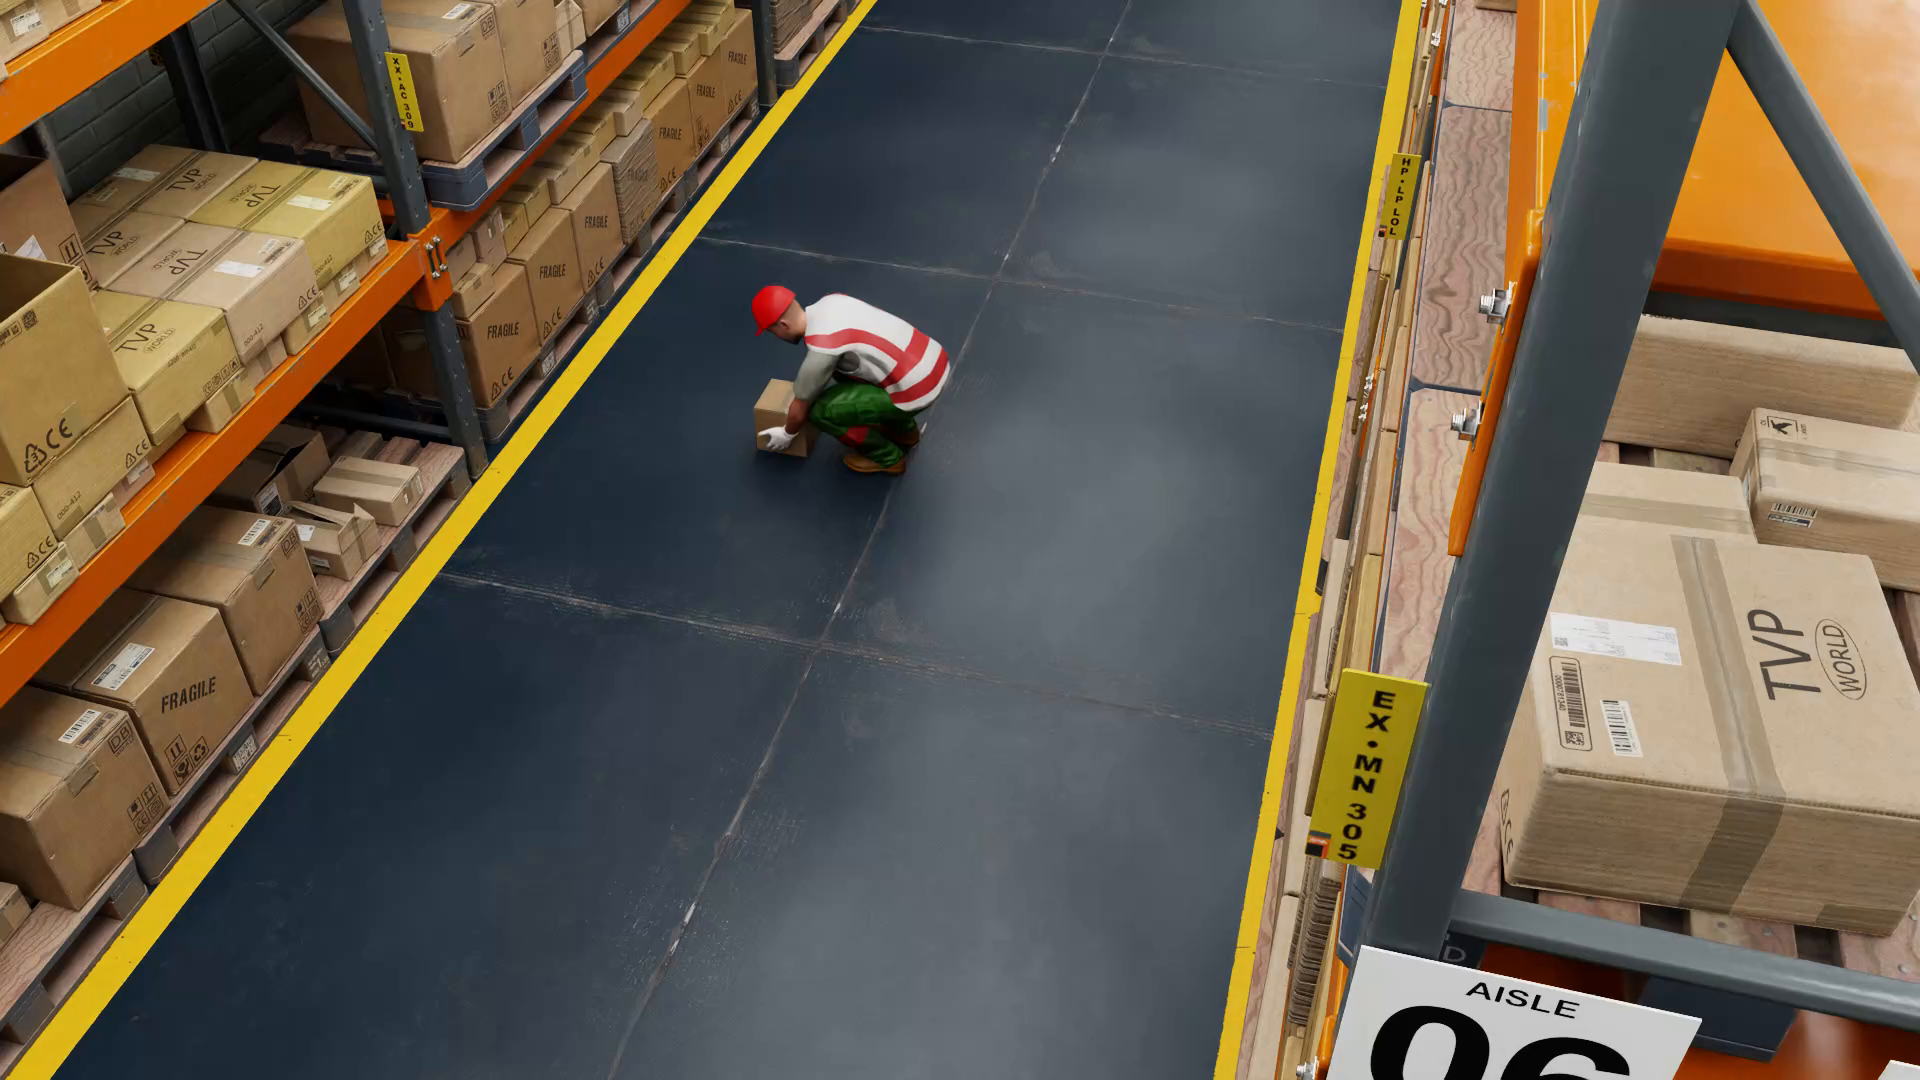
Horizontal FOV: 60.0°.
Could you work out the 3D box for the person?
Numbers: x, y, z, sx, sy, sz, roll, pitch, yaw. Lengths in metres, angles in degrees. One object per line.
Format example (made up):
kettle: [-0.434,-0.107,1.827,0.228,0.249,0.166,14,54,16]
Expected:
person: [-0.432,-1.098,7.422,0.570,1.782,0.494,11,42,12]
